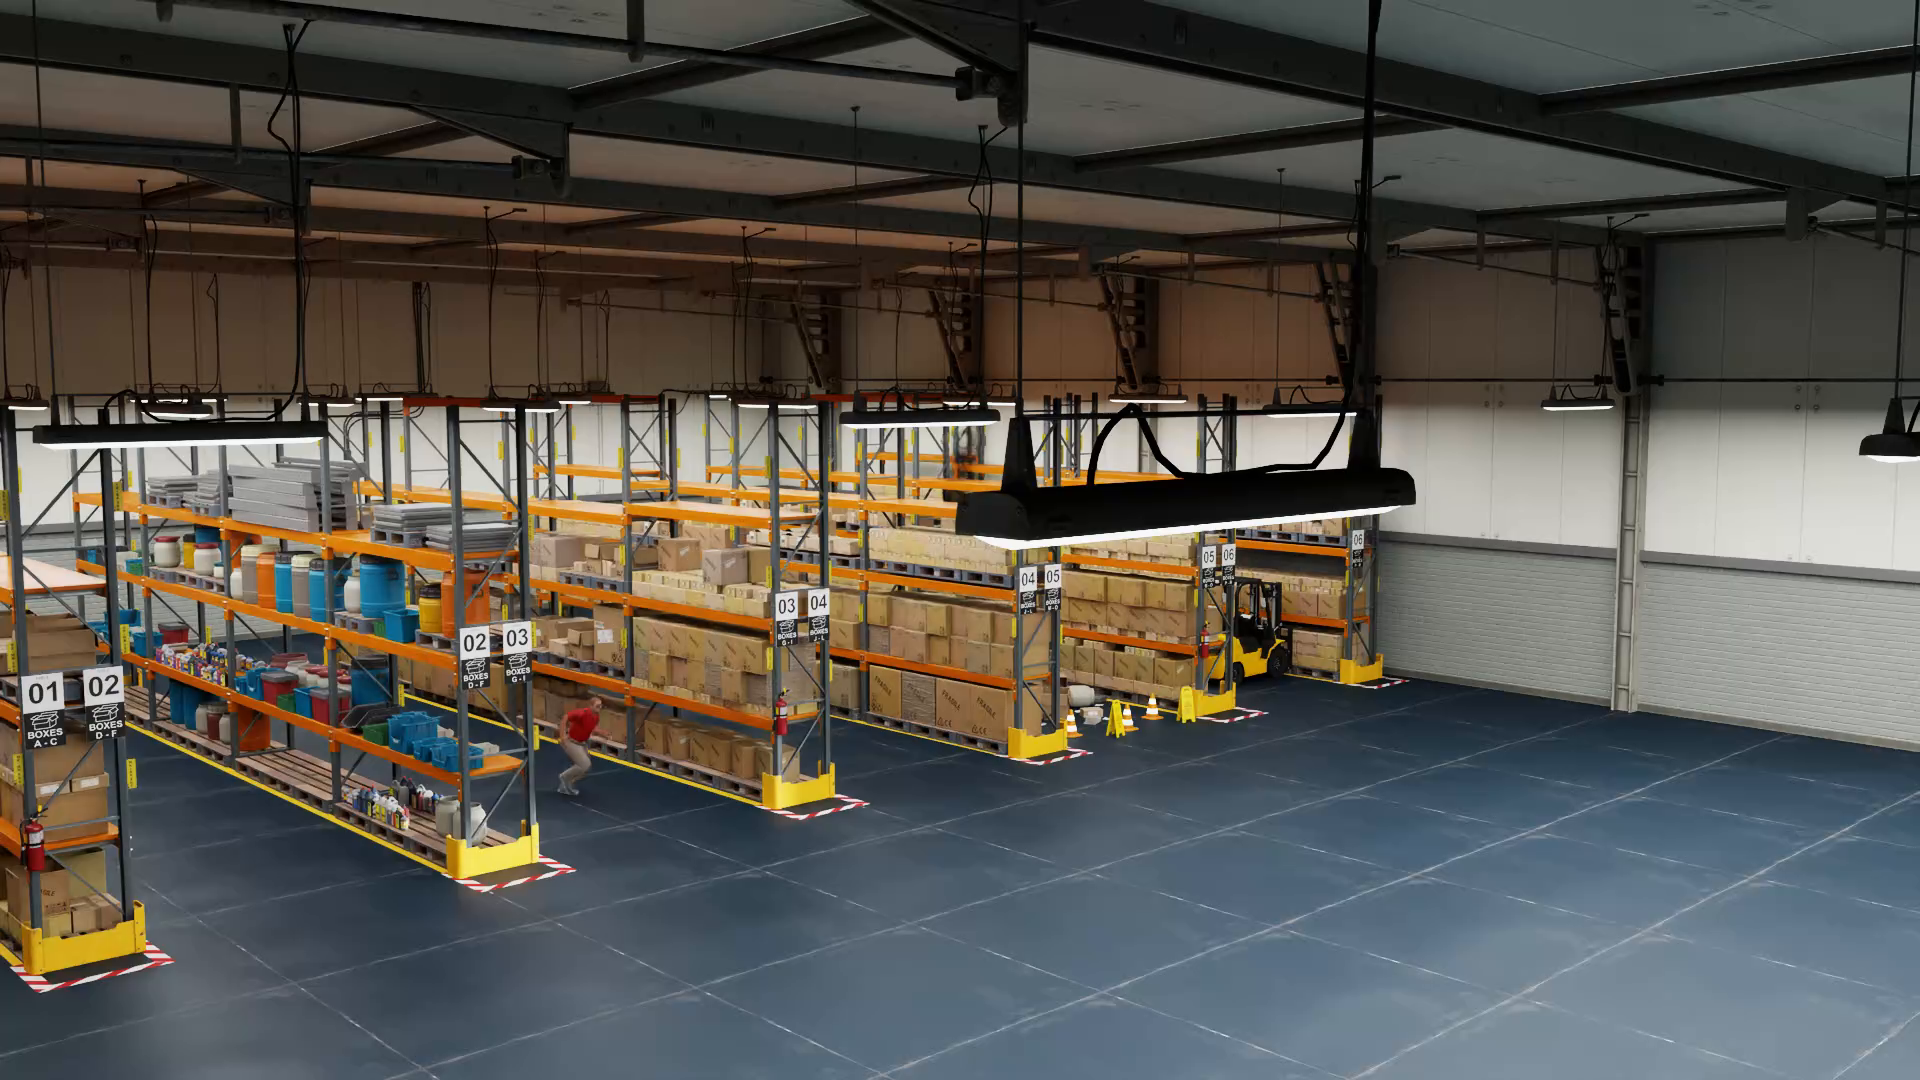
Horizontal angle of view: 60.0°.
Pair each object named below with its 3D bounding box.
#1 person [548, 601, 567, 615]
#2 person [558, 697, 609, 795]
[{"bbox_3d":[-10.314,1.368,42.598,0.665,1.766,0.931,2,6,16],"label":"person"},{"bbox_3d":[-5.731,3.131,25.160,0.867,1.551,0.694,2,6,19],"label":"person"}]
